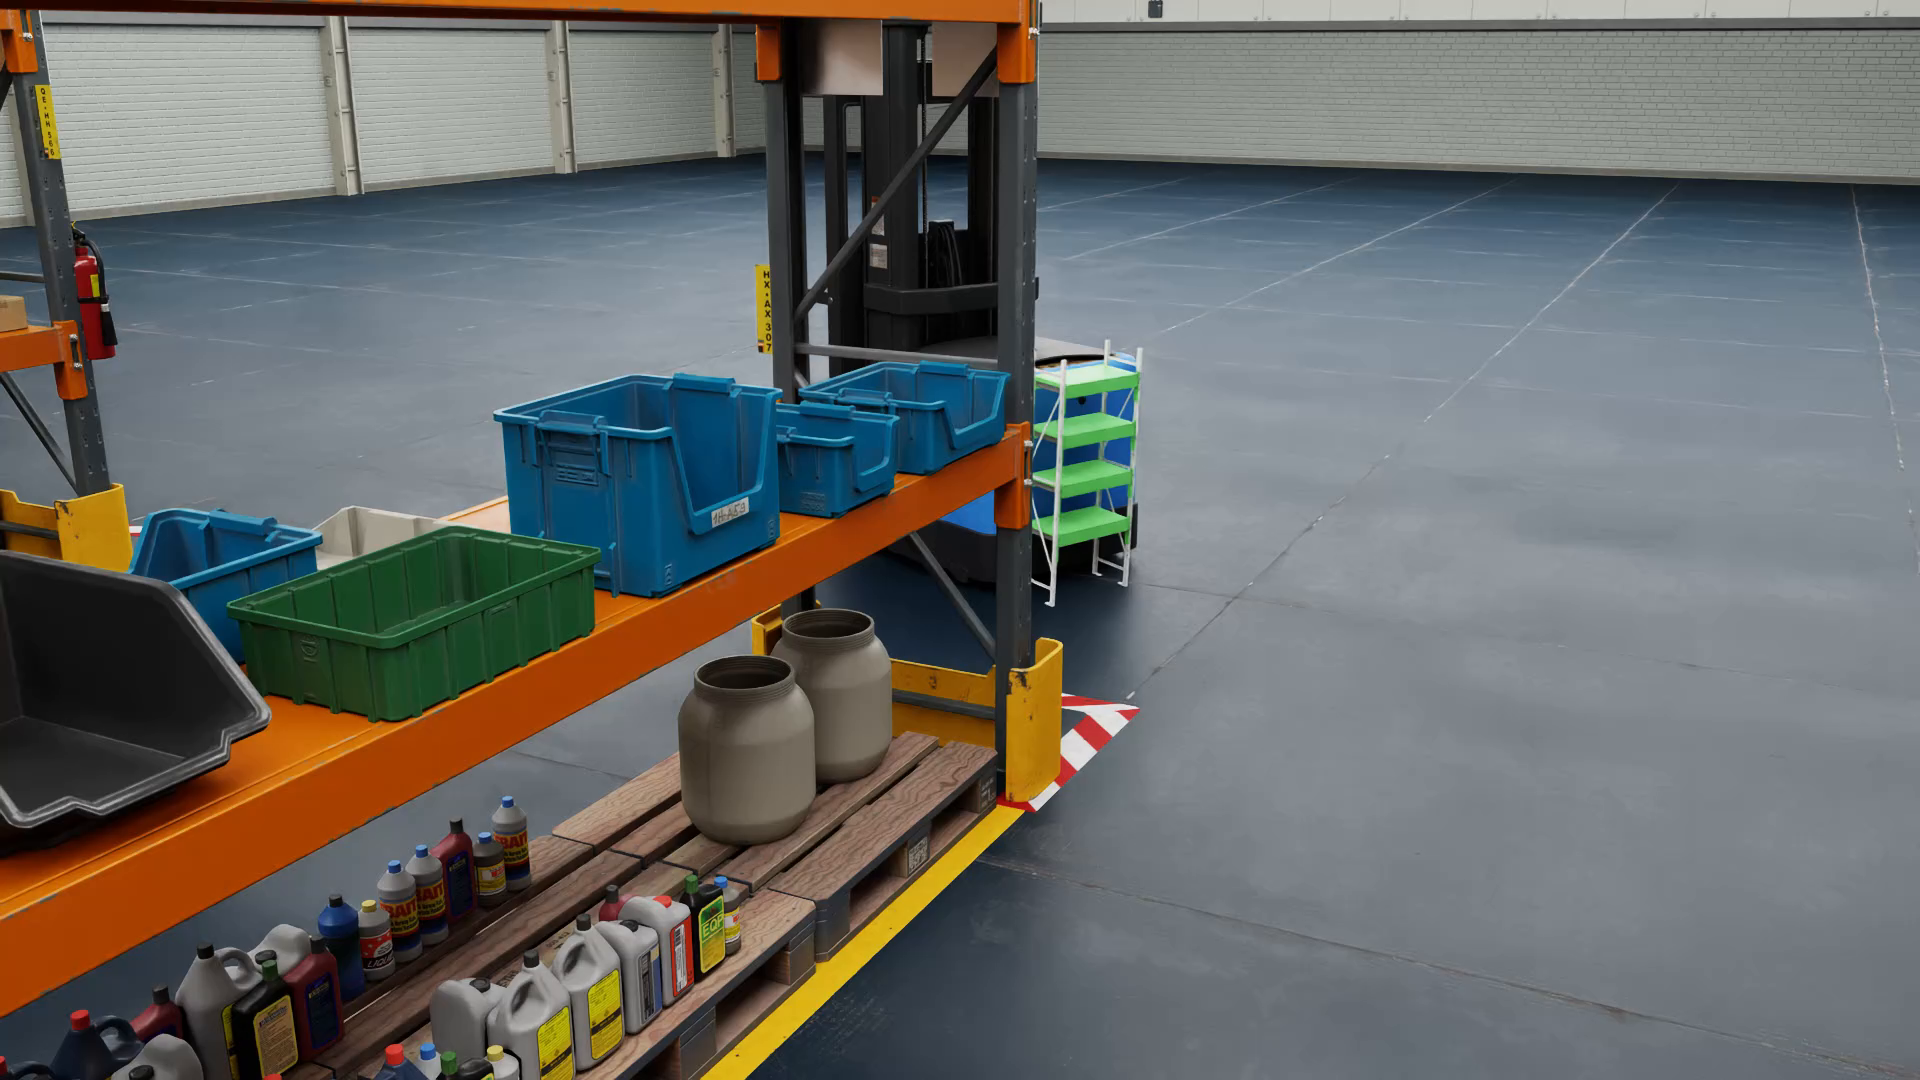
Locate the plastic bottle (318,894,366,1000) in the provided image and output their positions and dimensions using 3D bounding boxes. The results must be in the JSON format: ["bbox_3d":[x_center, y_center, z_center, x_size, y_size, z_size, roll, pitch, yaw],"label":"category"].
[{"bbox_3d":[-1.593,1.039,4.278,0.097,0.271,0.097,0,17,0],"label":"plastic bottle"}]

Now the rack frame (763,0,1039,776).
[{"bbox_3d":[-0.215,-0.645,5.927,1.000,3.000,0.127,8,18,25],"label":"rack frame"}]

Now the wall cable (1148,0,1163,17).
[{"bbox_3d":[5.319,-14.622,36.475,2.305,6.003,0.169,8,18,25],"label":"wall cable"}]

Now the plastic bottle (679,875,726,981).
[{"bbox_3d":[-0.680,1.002,4.380,0.061,0.283,0.133,9,19,27],"label":"plastic bottle"}]

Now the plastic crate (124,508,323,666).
[{"bbox_3d":[-1.751,0.129,3.583,0.499,0.251,0.616,8,18,25],"label":"plastic crate"}]

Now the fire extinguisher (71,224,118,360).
[{"bbox_3d":[-4.183,-1.208,7.960,0.296,0.674,0.183,8,18,25],"label":"fire extinguisher"}]

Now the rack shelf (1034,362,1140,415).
[{"bbox_3d":[0.589,-0.719,7.859,0.480,0.148,0.258,-13,24,-37],"label":"rack shelf"}]

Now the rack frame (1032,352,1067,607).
[{"bbox_3d":[0.388,-0.281,7.843,0.015,1.200,0.240,-13,24,-37],"label":"rack frame"}]

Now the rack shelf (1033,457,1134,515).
[{"bbox_3d":[0.575,-0.265,8.011,0.480,0.148,0.258,-13,24,-37],"label":"rack shelf"}]

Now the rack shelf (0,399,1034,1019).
[{"bbox_3d":[-1.109,0.209,4.314,1.077,0.370,4.000,8,18,25],"label":"rack shelf"}]

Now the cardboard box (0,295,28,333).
[{"bbox_3d":[-4.589,-1.056,7.752,0.380,0.149,0.250,8,18,25],"label":"cardboard box"}]

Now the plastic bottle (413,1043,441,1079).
[{"bbox_3d":[-1.154,1.228,3.641,0.097,0.271,0.097,0,17,0],"label":"plastic bottle"}]

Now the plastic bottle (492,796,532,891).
[{"bbox_3d":[-1.304,0.874,4.832,0.097,0.271,0.097,0,17,0],"label":"plastic bottle"}]

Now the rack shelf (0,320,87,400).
[{"bbox_3d":[-5.540,-0.421,6.436,1.077,0.370,4.000,8,18,25],"label":"rack shelf"}]

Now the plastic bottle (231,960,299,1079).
[{"bbox_3d":[-1.639,1.140,3.916,0.061,0.283,0.133,8,18,25],"label":"plastic bottle"}]

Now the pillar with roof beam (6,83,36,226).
[{"bbox_3d":[-9.858,-8.488,21.798,9.100,9.000,0.400,8,18,25],"label":"pillar with roof beam"}]

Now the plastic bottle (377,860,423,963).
[{"bbox_3d":[-1.502,0.987,4.452,0.097,0.271,0.097,0,17,0],"label":"plastic bottle"}]

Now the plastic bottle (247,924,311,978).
[{"bbox_3d":[-1.666,1.096,4.077,0.152,0.276,0.135,8,19,26],"label":"plastic bottle"}]

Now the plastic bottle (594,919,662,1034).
[{"bbox_3d":[-0.843,1.070,4.166,0.152,0.276,0.135,8,18,24],"label":"plastic bottle"}]

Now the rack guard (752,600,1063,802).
[{"bbox_3d":[-0.207,0.579,6.198,1.175,0.500,0.348,8,18,25],"label":"rack guard"}]

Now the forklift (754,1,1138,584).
[{"bbox_3d":[-0.398,-1.544,9.076,1.130,2.935,3.031,-13,21,-37],"label":"forklift"}]

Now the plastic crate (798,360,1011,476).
[{"bbox_3d":[-0.171,-0.408,5.391,0.499,0.251,0.616,8,18,25],"label":"plastic crate"}]

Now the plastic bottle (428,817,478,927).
[{"bbox_3d":[-1.422,0.924,4.644,0.061,0.283,0.133,8,19,26],"label":"plastic bottle"}]

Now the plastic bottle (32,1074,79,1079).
[{"bbox_3d":[-1.844,1.251,3.425,0.144,0.351,0.185,8,18,25],"label":"plastic bottle"}]

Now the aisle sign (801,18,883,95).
[{"bbox_3d":[-0.445,-1.947,5.744,0.394,0.787,0.004,8,18,25],"label":"aisle sign"}]

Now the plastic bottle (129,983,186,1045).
[{"bbox_3d":[-1.851,1.169,3.819,0.061,0.283,0.133,9,19,29],"label":"plastic bottle"}]

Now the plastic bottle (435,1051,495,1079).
[{"bbox_3d":[-1.075,1.228,3.621,0.061,0.283,0.133,9,19,28],"label":"plastic bottle"}]

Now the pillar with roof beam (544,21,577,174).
[{"bbox_3d":[-4.496,-11.545,32.089,9.100,9.000,0.400,8,18,25],"label":"pillar with roof beam"}]

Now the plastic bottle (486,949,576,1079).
[{"bbox_3d":[-0.996,1.124,3.852,0.144,0.351,0.185,8,18,25],"label":"plastic bottle"}]

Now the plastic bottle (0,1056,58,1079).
[{"bbox_3d":[-1.973,1.232,3.487,0.144,0.351,0.185,8,18,24],"label":"plastic bottle"}]

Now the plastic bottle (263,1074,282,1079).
[{"bbox_3d":[-1.400,1.262,3.388,0.144,0.351,0.185,8,18,25],"label":"plastic bottle"}]

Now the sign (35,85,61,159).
[{"bbox_3d":[-4.159,-1.906,7.584,0.100,0.325,0.005,8,18,25],"label":"sign"}]

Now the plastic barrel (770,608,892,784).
[{"bbox_3d":[-0.441,0.524,5.624,0.421,0.512,0.421,0,17,0],"label":"plastic barrel"}]

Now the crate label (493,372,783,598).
[{"bbox_3d":[-0.796,-0.159,4.228,0.502,0.435,0.616,8,18,25],"label":"crate label"}]

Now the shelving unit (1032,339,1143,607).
[{"bbox_3d":[0.577,-0.325,7.991,0.503,1.200,0.258,-13,24,-37],"label":"shelving unit"}]

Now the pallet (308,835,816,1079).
[{"bbox_3d":[-1.121,1.233,4.502,1.003,0.211,1.213,8,18,25],"label":"pallet"}]
